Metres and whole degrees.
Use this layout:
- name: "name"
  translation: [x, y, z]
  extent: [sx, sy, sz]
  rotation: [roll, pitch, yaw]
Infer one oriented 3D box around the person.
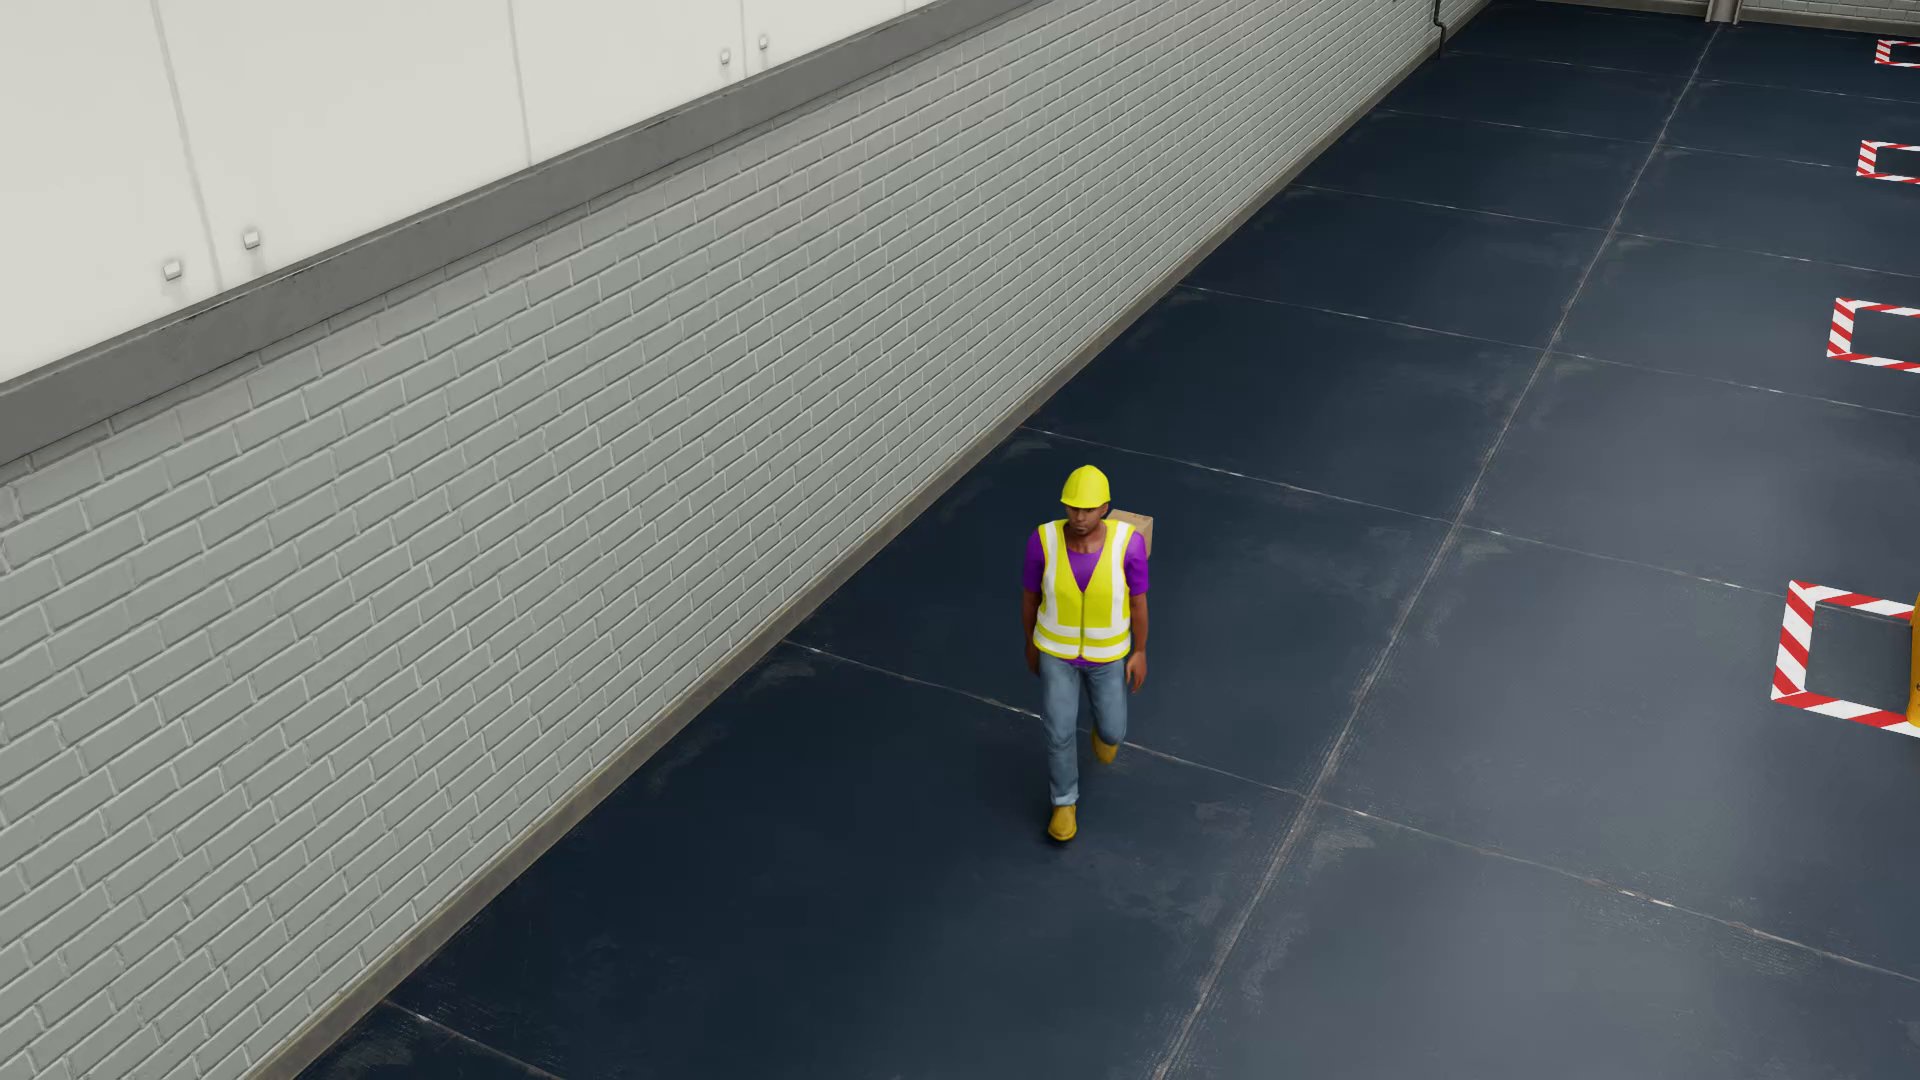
- name: "person"
  translation: [0.553, 0.458, 7.433]
  extent: [0.575, 1.747, 0.740]
  rotation: [3, 30, 4]
